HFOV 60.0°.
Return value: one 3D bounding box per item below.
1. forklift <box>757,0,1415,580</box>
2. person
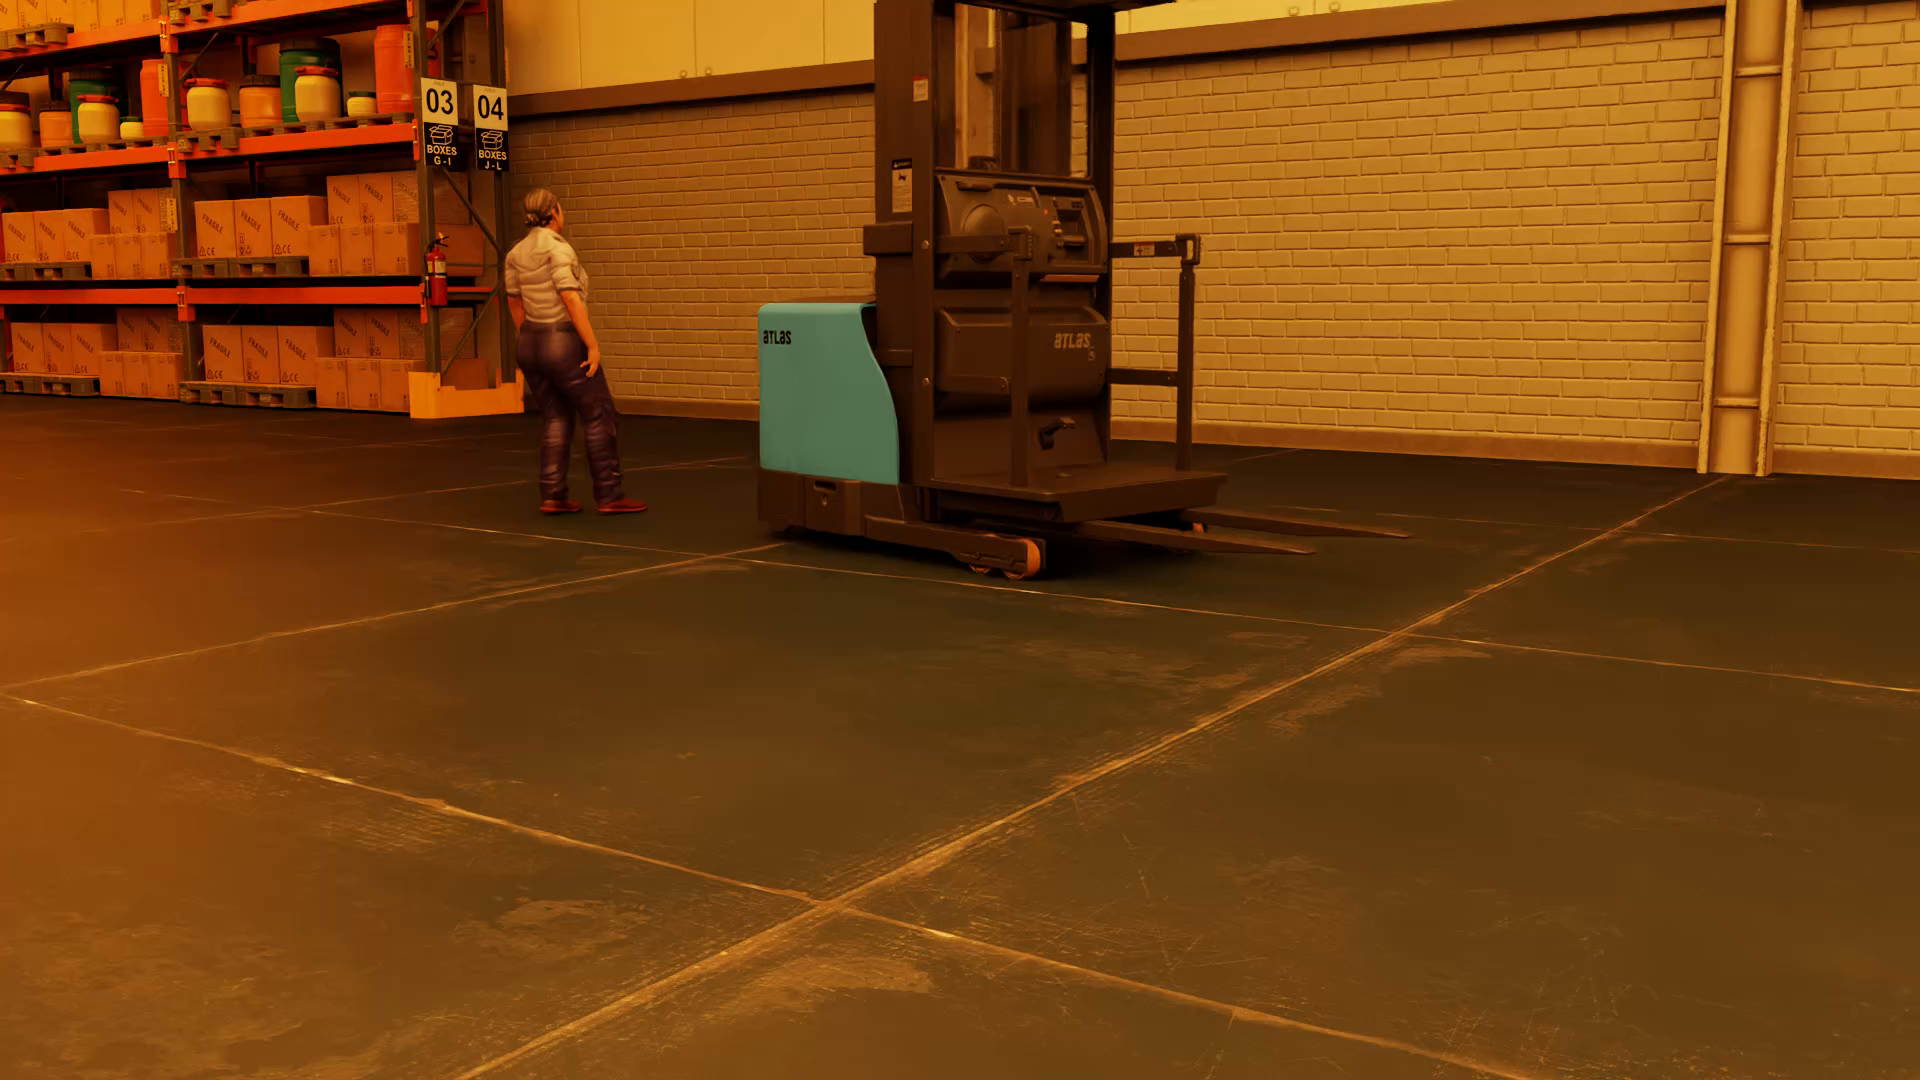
[{"bbox_3d":[0.417,-1.374,6.858,1.130,2.935,3.031,-7,11,-42],"label":"forklift"},{"bbox_3d":[-1.983,-0.955,8.529,0.578,1.647,0.543,7,10,39],"label":"person"}]
